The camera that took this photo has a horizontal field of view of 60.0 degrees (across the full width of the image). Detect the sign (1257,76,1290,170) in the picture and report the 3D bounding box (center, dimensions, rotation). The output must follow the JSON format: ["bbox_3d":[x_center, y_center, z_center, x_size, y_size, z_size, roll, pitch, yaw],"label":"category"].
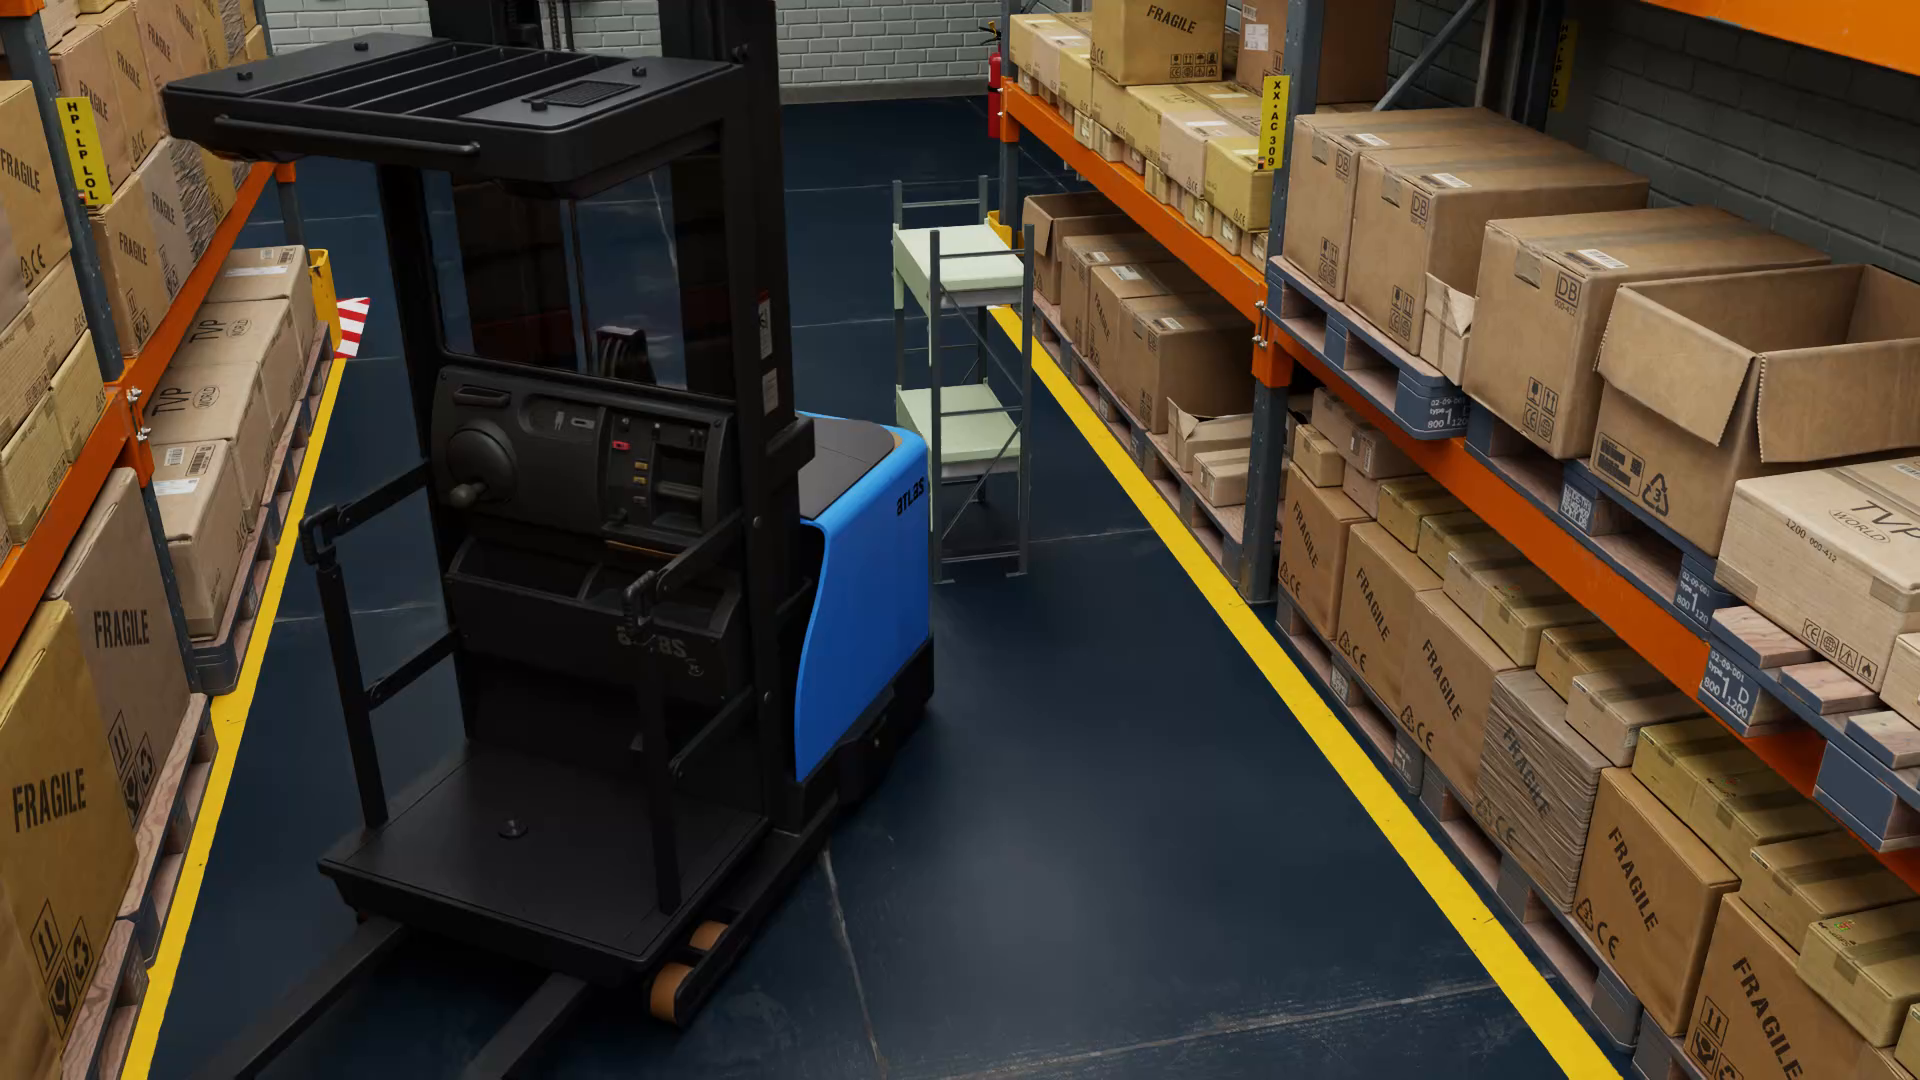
[{"bbox_3d":[1.111,-1.476,5.884,0.100,0.325,0.005,-6,27,-12],"label":"sign"}]

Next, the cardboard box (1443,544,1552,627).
[{"bbox_3d":[1.762,0.133,5.245,0.380,0.149,0.250,-6,27,-12],"label":"cardboard box"}]

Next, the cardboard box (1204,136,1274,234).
[{"bbox_3d":[1.286,-1.412,6.555,0.500,0.250,0.500,-5,27,-10],"label":"cardboard box"}]

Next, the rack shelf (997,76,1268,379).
[{"bbox_3d":[1.188,-1.704,8.096,1.077,0.370,4.000,-6,27,-12],"label":"rack shelf"}]

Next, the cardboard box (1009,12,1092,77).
[{"bbox_3d":[0.577,-2.743,9.192,0.500,0.250,0.500,-6,27,-11],"label":"cardboard box"}]

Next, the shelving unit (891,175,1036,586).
[{"bbox_3d":[0.002,-0.667,6.906,0.431,1.500,0.755,-6,27,-12],"label":"shelving unit"}]

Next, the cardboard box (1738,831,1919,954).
[{"bbox_3d":[2.074,0.819,3.886,0.380,0.149,0.250,-7,28,-13],"label":"cardboard box"}]

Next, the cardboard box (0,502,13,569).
[{"bbox_3d":[-2.641,0.044,4.001,0.500,0.250,0.500,-7,28,-13],"label":"cardboard box"}]

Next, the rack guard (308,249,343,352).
[{"bbox_3d":[-4.104,-1.293,9.256,1.175,0.500,0.348,-6,27,-12],"label":"rack guard"}]

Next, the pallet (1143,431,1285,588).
[{"bbox_3d":[1.485,-0.204,7.421,1.003,0.211,1.213,-6,27,-12],"label":"pallet"}]

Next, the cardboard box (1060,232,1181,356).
[{"bbox_3d":[0.937,-1.318,8.840,0.700,0.500,0.500,-5,27,-9],"label":"cardboard box"}]

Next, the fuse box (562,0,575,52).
[{"bbox_3d":[-3.312,-4.445,14.158,0.539,1.711,0.414,-6,27,-12],"label":"fuse box"}]

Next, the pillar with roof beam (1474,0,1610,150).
[{"bbox_3d":[-1.835,-3.786,4.764,9.100,9.000,0.400,-6,27,-12],"label":"pillar with roof beam"}]

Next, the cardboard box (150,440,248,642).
[{"bbox_3d":[-3.234,0.028,6.243,0.875,0.438,0.875,-6,27,-12],"label":"cardboard box"}]

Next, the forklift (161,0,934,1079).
[{"bbox_3d":[-1.133,-0.190,4.373,1.130,2.935,3.031,11,29,20],"label":"forklift"}]

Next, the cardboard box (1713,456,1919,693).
[{"bbox_3d":[1.987,0.058,3.507,0.500,0.250,0.500,-7,28,-14],"label":"cardboard box"}]

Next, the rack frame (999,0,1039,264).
[{"bbox_3d":[0.737,-2.904,9.674,1.000,3.000,0.127,-6,27,-12],"label":"rack frame"}]

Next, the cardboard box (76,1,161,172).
[{"bbox_3d":[-3.176,-1.589,5.848,0.500,0.500,0.500,-6,27,-12],"label":"cardboard box"}]

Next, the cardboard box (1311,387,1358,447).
[{"bbox_3d":[1.519,-0.463,6.097,0.380,0.149,0.250,-6,27,-12],"label":"cardboard box"}]

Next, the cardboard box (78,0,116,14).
[{"bbox_3d":[-3.183,-1.922,5.788,0.380,0.149,0.250,-6,27,-12],"label":"cardboard box"}]

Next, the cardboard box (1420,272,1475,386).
[{"bbox_3d":[1.578,-0.626,4.845,0.396,0.266,0.258,-5,27,-9],"label":"cardboard box"}]

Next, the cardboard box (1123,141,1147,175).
[{"bbox_3d":[0.990,-1.829,7.824,0.380,0.149,0.250,-6,27,-12],"label":"cardboard box"}]

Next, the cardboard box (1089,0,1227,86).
[{"bbox_3d":[0.915,-2.419,7.718,0.500,0.500,0.500,-5,27,-10],"label":"cardboard box"}]

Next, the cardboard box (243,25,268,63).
[{"bbox_3d":[-3.732,-2.258,8.283,0.500,0.500,0.500,-6,27,-11],"label":"cardboard box"}]

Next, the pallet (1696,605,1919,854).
[{"bbox_3d":[2.319,0.404,3.334,1.213,0.211,1.003,-6,27,-12],"label":"pallet"}]

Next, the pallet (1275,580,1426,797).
[{"bbox_3d":[1.859,0.451,6.123,1.003,0.211,1.213,-6,27,-12],"label":"pallet"}]

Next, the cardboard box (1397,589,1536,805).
[{"bbox_3d":[1.766,0.468,5.301,0.500,0.500,0.500,-7,28,-13],"label":"cardboard box"}]

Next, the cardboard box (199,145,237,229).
[{"bbox_3d":[-3.379,-1.586,6.952,0.500,0.500,0.500,-5,27,-10],"label":"cardboard box"}]

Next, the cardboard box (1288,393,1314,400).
[{"bbox_3d":[1.622,-0.567,7.742,0.380,0.149,0.250,-6,27,-12],"label":"cardboard box"}]

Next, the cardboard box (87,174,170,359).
[{"bbox_3d":[-3.047,-0.919,5.631,0.500,0.500,0.500,-5,27,-10],"label":"cardboard box"}]

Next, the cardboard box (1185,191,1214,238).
[{"bbox_3d":[1.159,-1.374,6.921,0.380,0.149,0.250,-5,27,-10],"label":"cardboard box"}]

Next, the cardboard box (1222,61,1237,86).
[{"bbox_3d":[1.439,-2.121,7.959,0.500,0.250,0.500,-6,27,-12],"label":"cardboard box"}]

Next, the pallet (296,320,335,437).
[{"bbox_3d":[-3.842,-0.810,8.621,1.003,0.211,1.213,-6,27,-12],"label":"pallet"}]

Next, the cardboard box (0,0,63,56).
[{"bbox_3d":[-3.015,-1.587,5.126,0.380,0.149,0.250,-6,27,-12],"label":"cardboard box"}]

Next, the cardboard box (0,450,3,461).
[{"bbox_3d":[-2.618,-0.184,3.897,0.500,0.250,0.500,-5,27,-10],"label":"cardboard box"}]

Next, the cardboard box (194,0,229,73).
[{"bbox_3d":[-3.503,-2.258,7.173,0.500,0.500,0.500,-6,27,-12],"label":"cardboard box"}]

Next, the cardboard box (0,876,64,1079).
[{"bbox_3d":[-2.567,1.171,3.492,0.875,0.875,0.875,-6,27,-11],"label":"cardboard box"}]

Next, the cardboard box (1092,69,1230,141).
[{"bbox_3d":[0.944,-2.077,7.873,0.500,0.250,0.500,-7,28,-13],"label":"cardboard box"}]

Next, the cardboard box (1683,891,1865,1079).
[{"bbox_3d":[2.133,1.152,3.946,0.500,0.500,0.500,-6,27,-12],"label":"cardboard box"}]

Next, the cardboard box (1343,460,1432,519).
[{"bbox_3d":[1.598,-0.211,5.926,0.380,0.149,0.250,-7,28,-13],"label":"cardboard box"}]

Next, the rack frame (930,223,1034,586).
[{"bbox_3d":[0.084,-0.506,6.588,0.400,1.500,0.023,-6,27,-12],"label":"rack frame"}]

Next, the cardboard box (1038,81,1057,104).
[{"bbox_3d":[0.646,-2.512,9.177,0.380,0.149,0.250,-5,27,-10],"label":"cardboard box"}]

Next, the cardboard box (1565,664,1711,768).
[{"bbox_3d":[1.910,0.471,4.576,0.380,0.149,0.250,-7,28,-14],"label":"cardboard box"}]

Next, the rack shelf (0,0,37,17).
[{"bbox_3d":[-2.746,-0.782,2.940,1.077,0.370,4.000,-6,27,-12],"label":"rack shelf"}]

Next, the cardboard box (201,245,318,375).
[{"bbox_3d":[-3.852,-1.162,8.601,0.875,0.438,0.875,-7,28,-13],"label":"cardboard box"}]

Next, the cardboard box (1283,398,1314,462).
[{"bbox_3d":[1.720,-0.449,7.328,0.500,0.311,0.500,-5,27,-10],"label":"cardboard box"}]
